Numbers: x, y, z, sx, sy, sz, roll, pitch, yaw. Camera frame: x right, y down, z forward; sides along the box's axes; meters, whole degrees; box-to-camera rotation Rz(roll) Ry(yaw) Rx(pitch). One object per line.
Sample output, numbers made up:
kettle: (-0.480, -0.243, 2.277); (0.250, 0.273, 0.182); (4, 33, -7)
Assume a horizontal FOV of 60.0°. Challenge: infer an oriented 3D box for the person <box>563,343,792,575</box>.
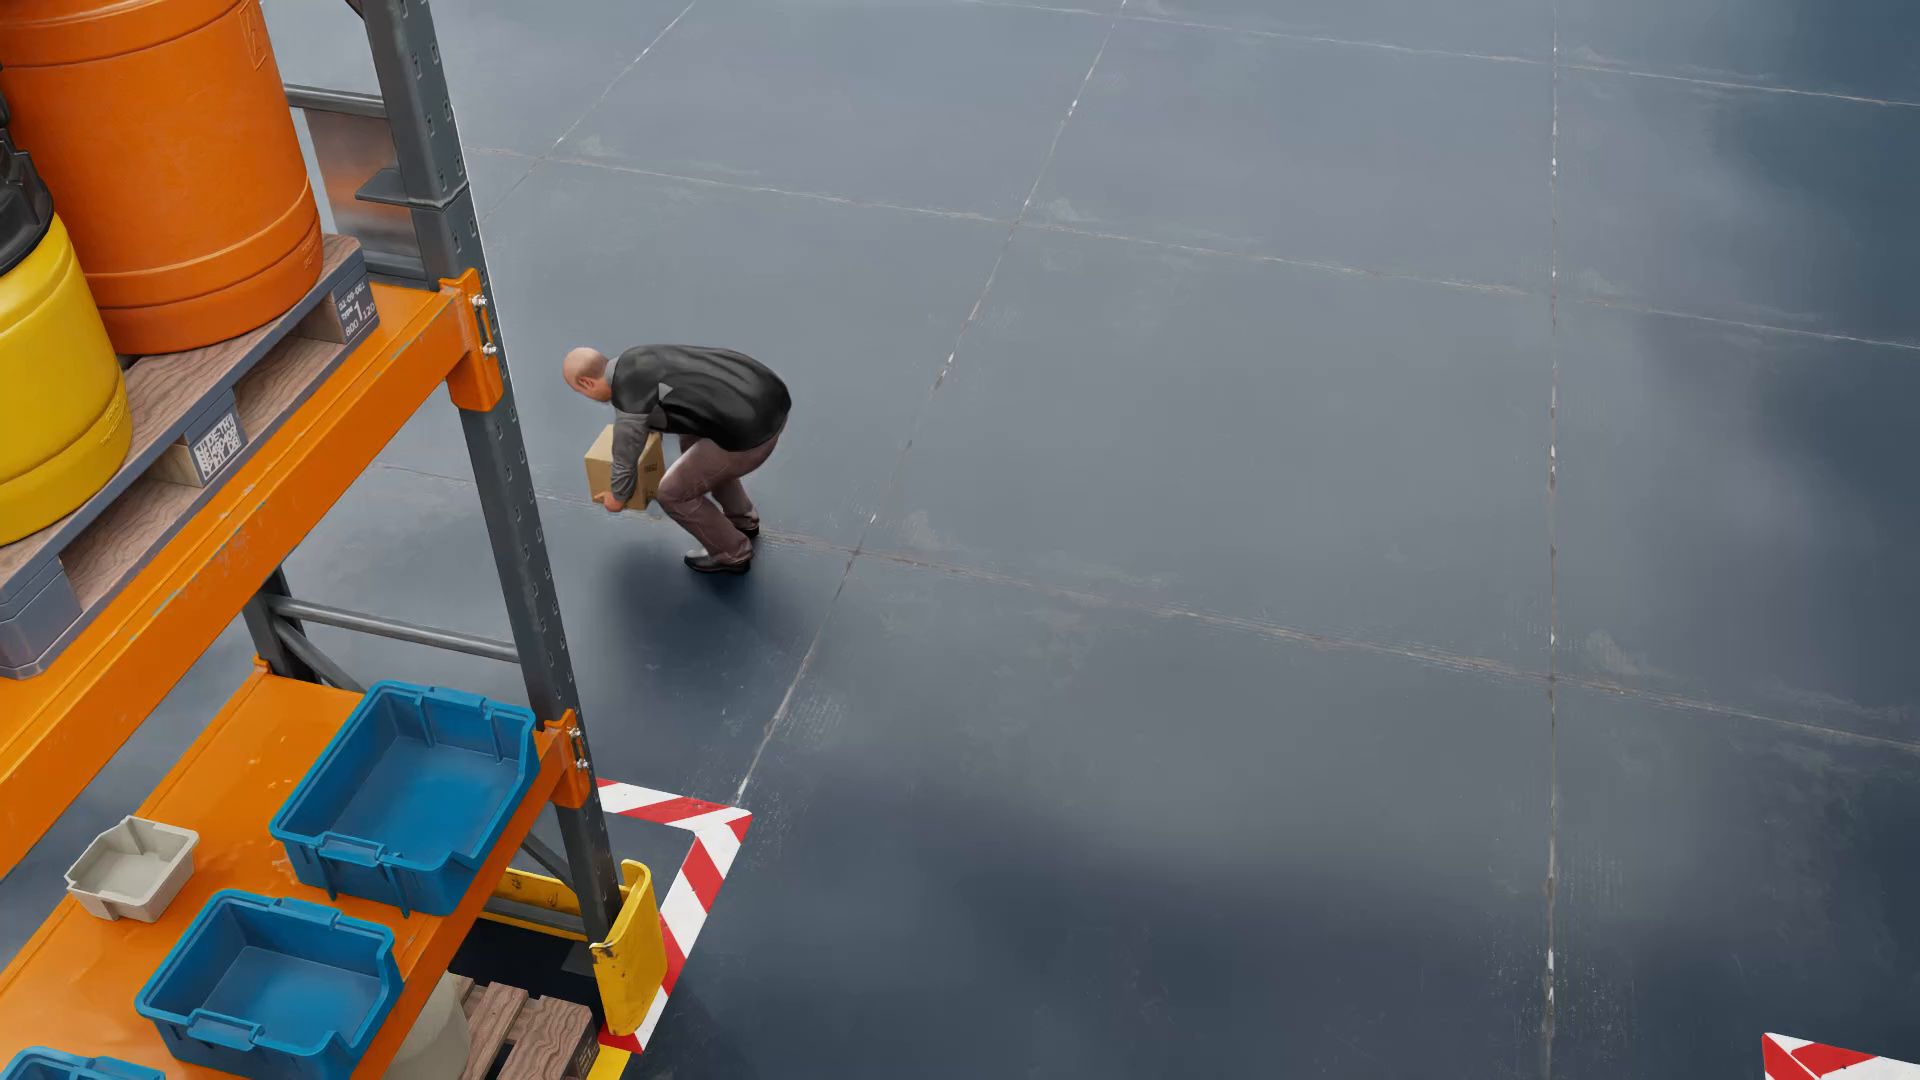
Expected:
person: (-1.192, -0.375, 7.148); (0.949, 1.023, 0.504); (8, 41, 9)
